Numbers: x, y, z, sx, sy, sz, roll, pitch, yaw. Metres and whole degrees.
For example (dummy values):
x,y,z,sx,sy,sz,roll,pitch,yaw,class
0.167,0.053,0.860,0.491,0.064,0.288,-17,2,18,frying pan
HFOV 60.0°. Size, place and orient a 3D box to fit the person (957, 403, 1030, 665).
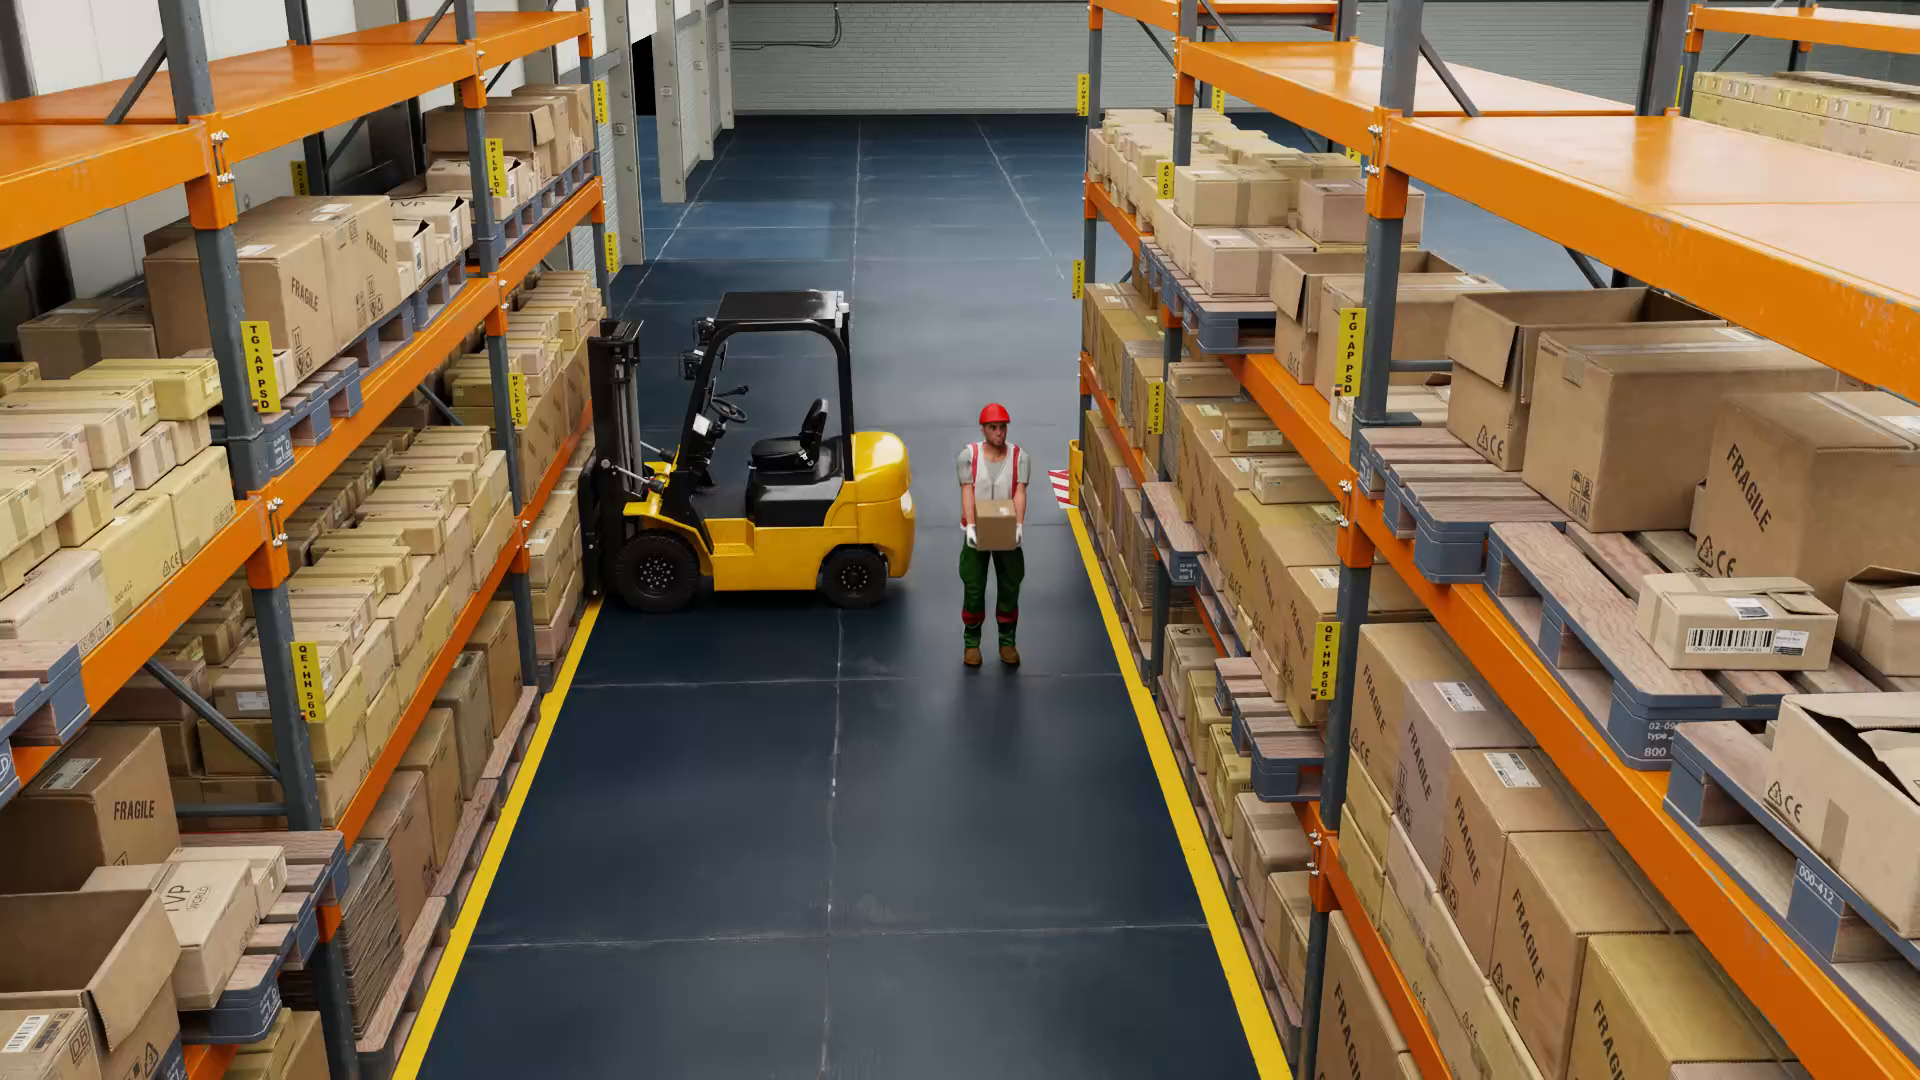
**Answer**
x,y,z,sx,sy,sz,roll,pitch,yaw,class
0.232,-0.003,11.055,0.494,1.783,0.567,-1,20,-4,person
